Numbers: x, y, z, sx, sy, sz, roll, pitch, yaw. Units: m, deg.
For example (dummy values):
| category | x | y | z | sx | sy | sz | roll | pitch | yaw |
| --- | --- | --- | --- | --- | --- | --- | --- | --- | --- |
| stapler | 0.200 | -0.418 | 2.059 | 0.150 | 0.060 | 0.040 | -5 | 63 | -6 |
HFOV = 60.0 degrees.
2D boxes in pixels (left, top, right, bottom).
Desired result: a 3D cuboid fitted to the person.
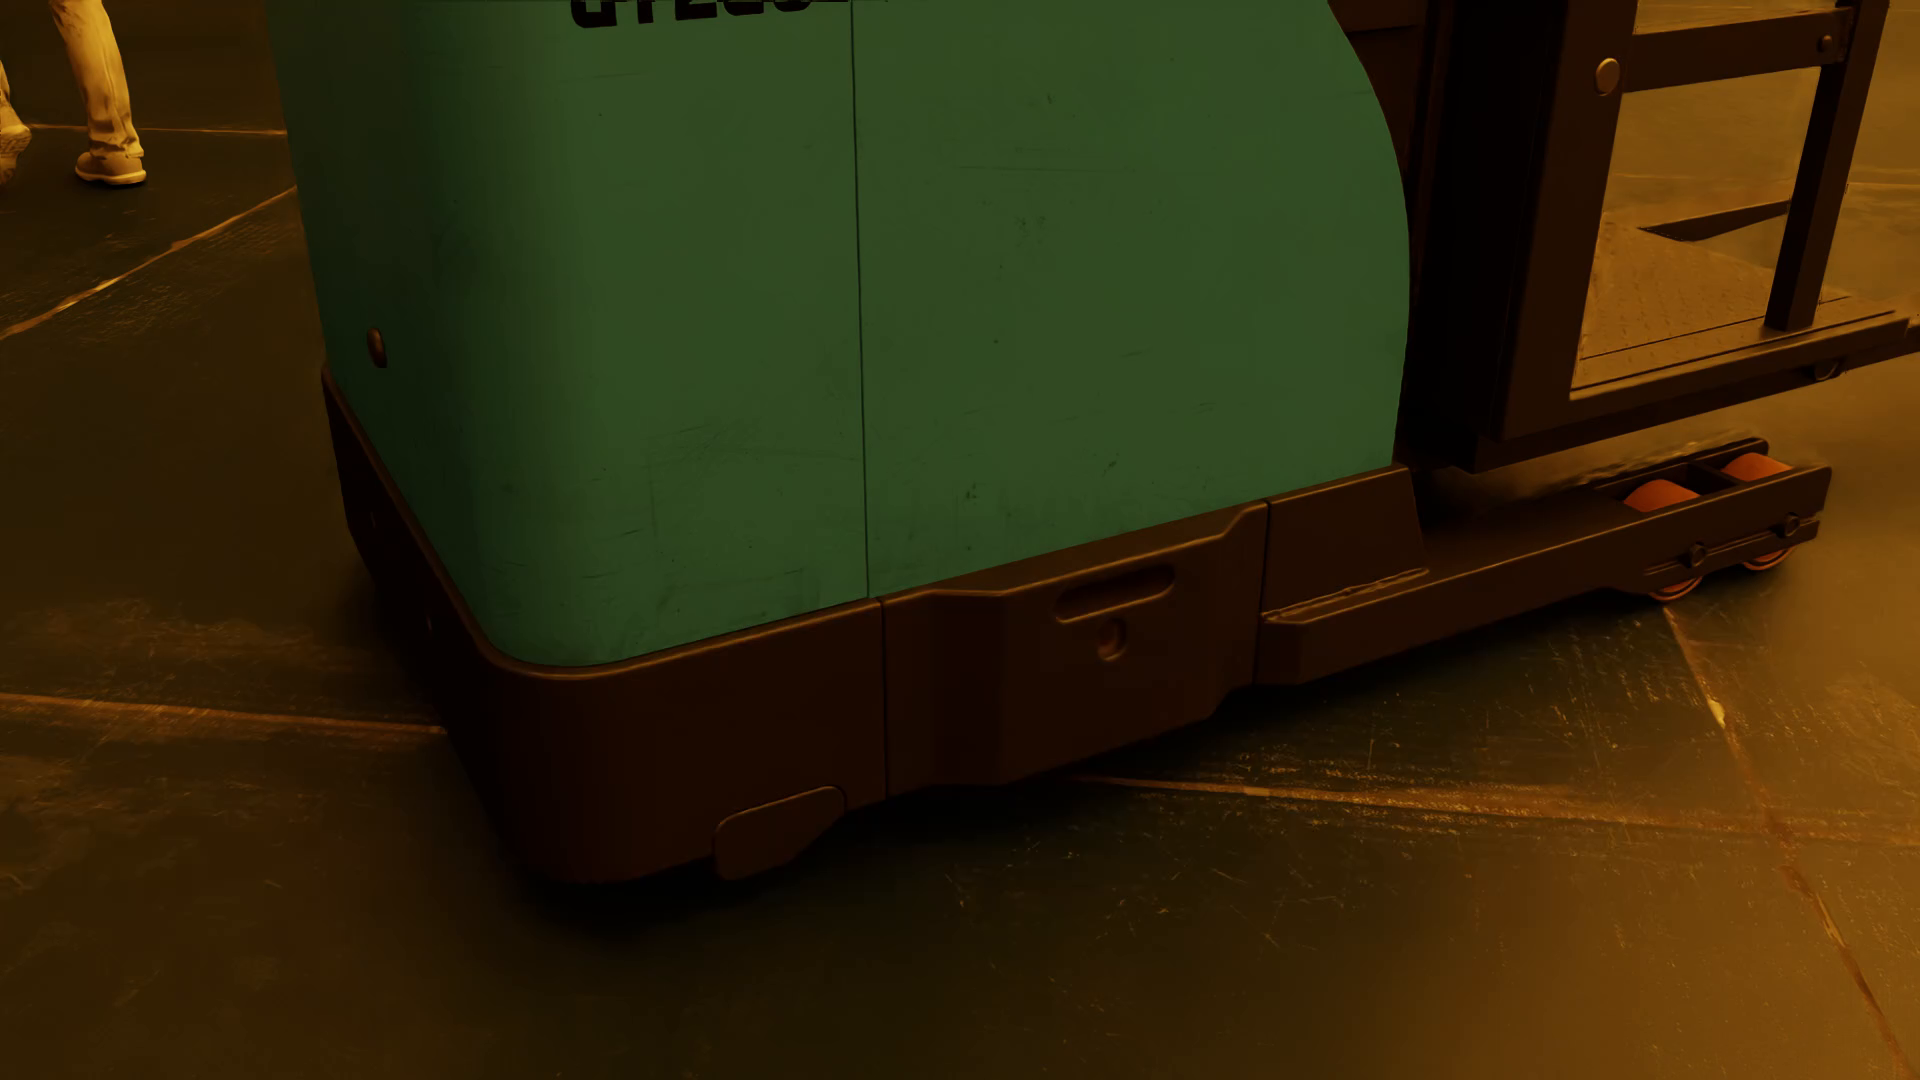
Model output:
| category | x | y | z | sx | sy | sz | roll | pitch | yaw |
| --- | --- | --- | --- | --- | --- | --- | --- | --- | --- |
| person | -2.367 | -1.693 | 4.067 | 0.450 | 1.671 | 0.599 | 23 | 34 | 38 |

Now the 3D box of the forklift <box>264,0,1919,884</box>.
| category | x | y | z | sx | sy | sz | roll | pitch | yaw |
| --- | --- | --- | --- | --- | --- | --- | --- | --- | --- |
| forklift | 0.665 | -1.418 | 2.059 | 3.031 | 2.935 | 1.130 | -14 | 30 | -25 |
